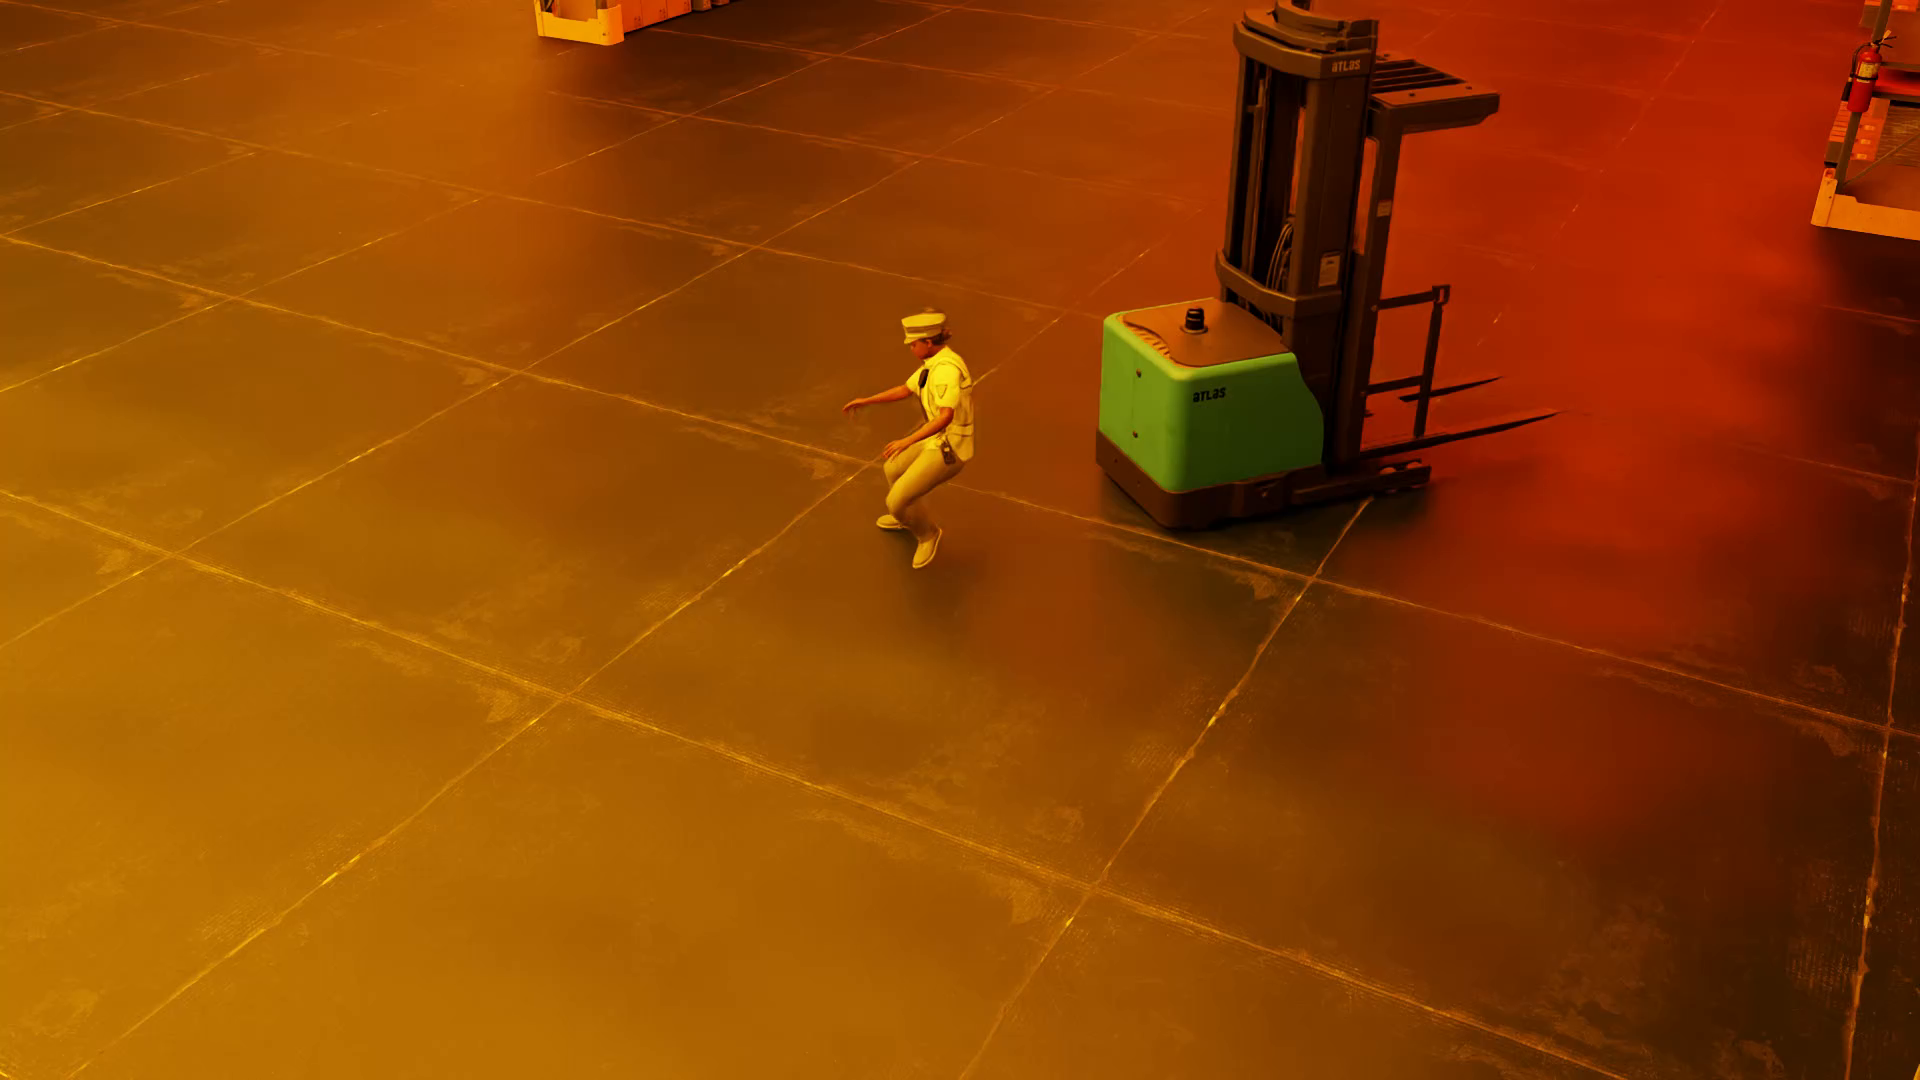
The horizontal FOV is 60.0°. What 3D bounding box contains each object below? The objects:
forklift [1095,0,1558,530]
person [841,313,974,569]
[{"bbox_3d":[2.440,-1.792,10.176,3.031,2.935,1.130,-12,32,-19],"label":"forklift"},{"bbox_3d":[-0.293,-0.563,9.499,0.726,1.474,0.828,-4,30,-7],"label":"person"}]
